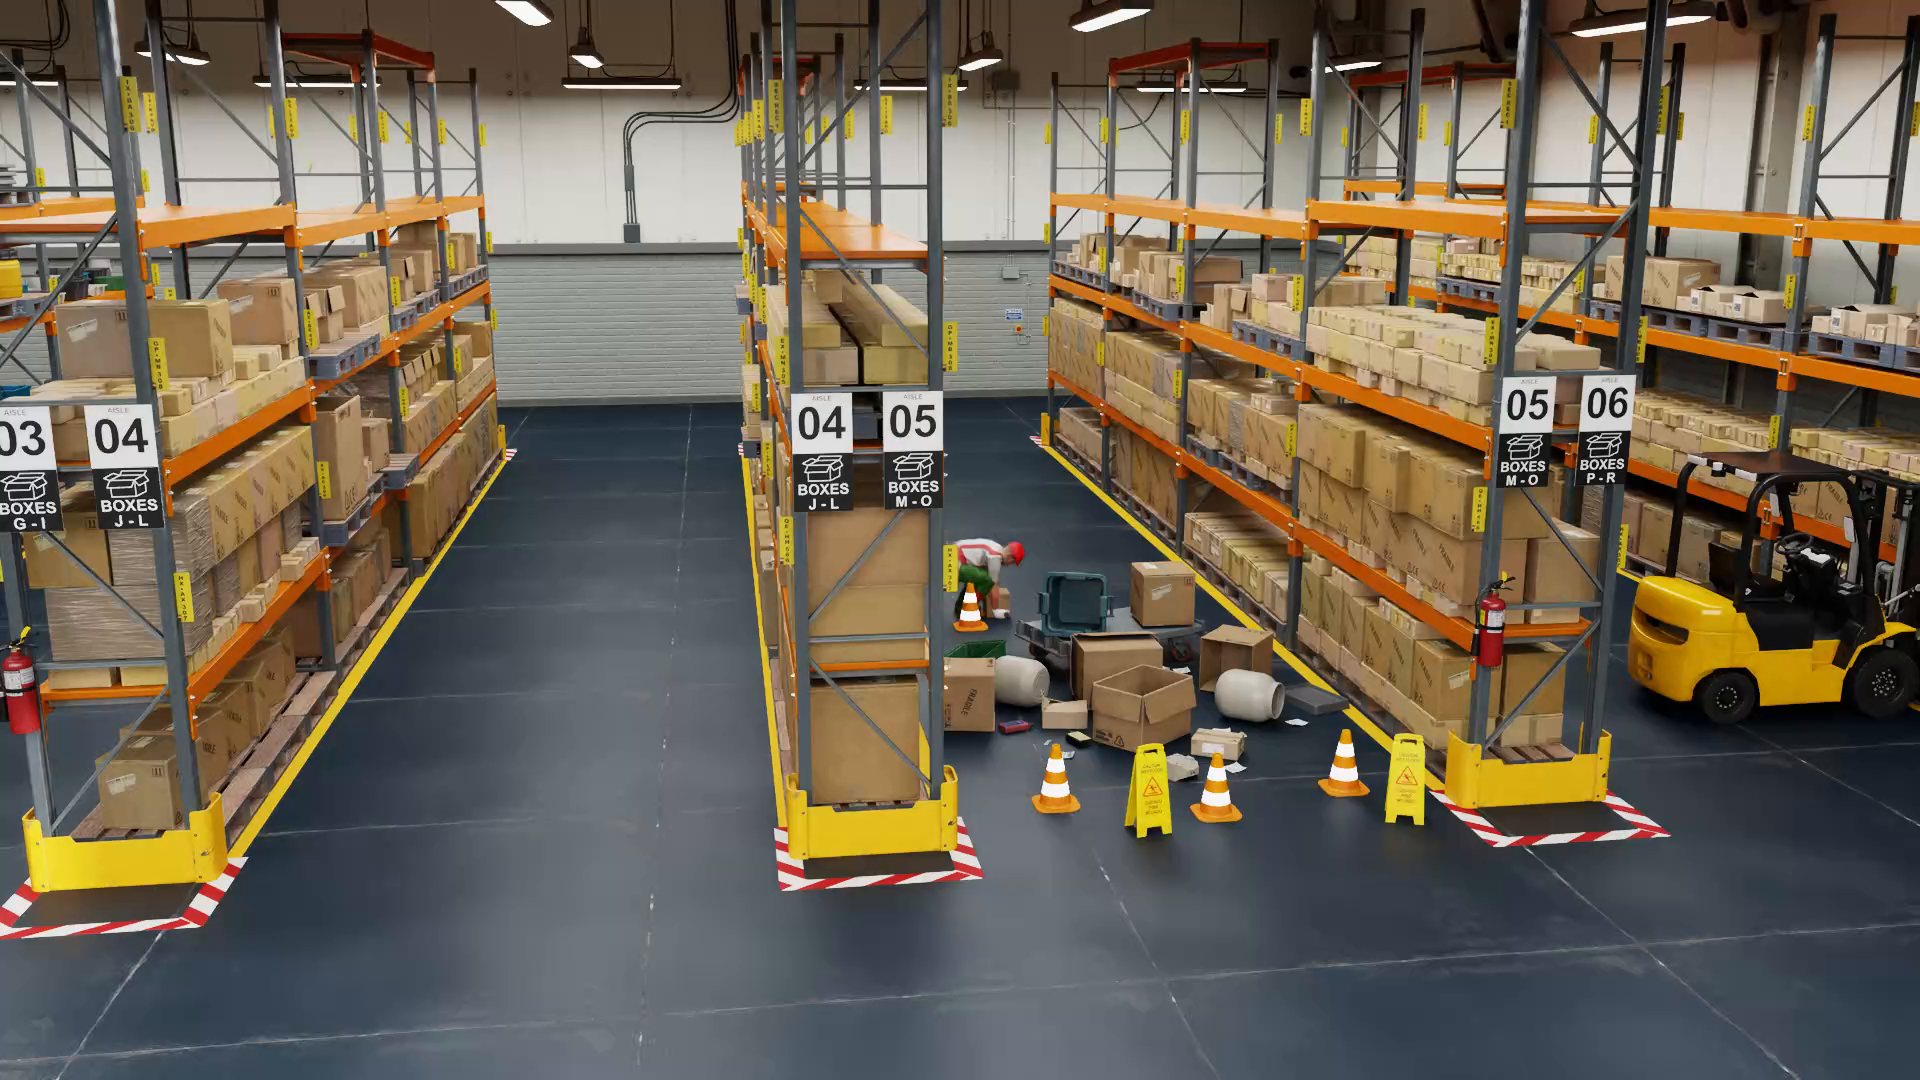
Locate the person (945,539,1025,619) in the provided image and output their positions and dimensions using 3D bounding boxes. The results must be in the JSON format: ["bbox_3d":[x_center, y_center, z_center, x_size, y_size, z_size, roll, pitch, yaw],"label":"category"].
[{"bbox_3d":[0.210,0.407,17.424,0.962,0.826,0.515,-2,13,-10],"label":"person"}]
